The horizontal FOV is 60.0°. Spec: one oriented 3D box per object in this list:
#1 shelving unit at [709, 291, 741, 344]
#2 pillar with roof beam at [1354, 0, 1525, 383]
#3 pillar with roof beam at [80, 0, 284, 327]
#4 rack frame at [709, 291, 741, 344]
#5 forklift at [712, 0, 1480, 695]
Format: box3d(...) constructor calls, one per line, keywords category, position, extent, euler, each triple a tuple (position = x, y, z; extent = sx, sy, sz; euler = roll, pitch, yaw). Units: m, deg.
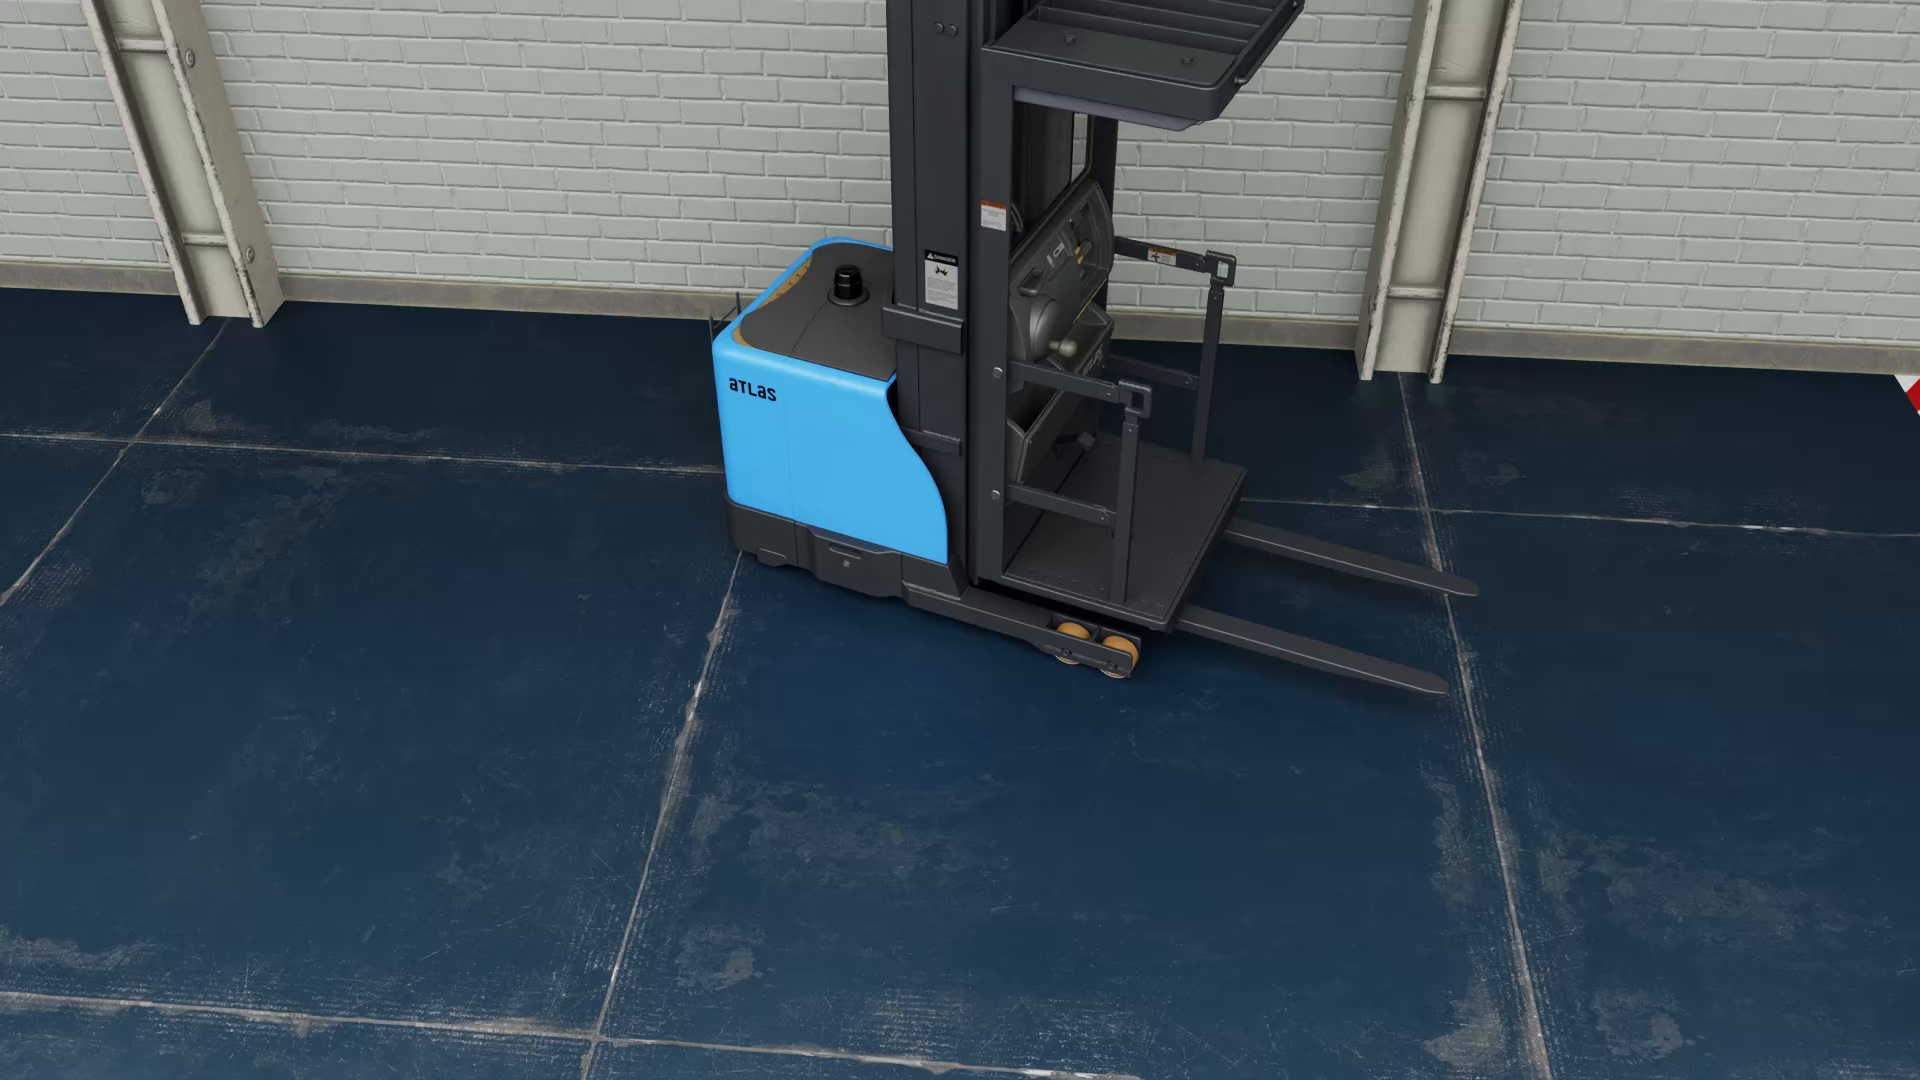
box3d(category="shelving unit", position=(-0.907, -0.623, 7.302), extent=(0.210, 0.900, 0.258), euler=(16, 42, 19))
box3d(category="pillar with roof beam", position=(1.818, -1.663, 2.164), extent=(0.400, 9.000, 9.100), euler=(3, 39, 4))
box3d(category="pillar with roof beam", position=(-4.160, -1.989, 2.566), extent=(0.400, 9.000, 9.100), euler=(3, 39, 4))
box3d(category="rack frame", position=(-1.000, -0.649, 7.334), extent=(0.006, 0.900, 0.240), euler=(16, 42, 19))
box3d(category="forklift", position=(0.568, -0.975, 6.126), extent=(3.031, 2.935, 1.130), euler=(16, 42, 19))
